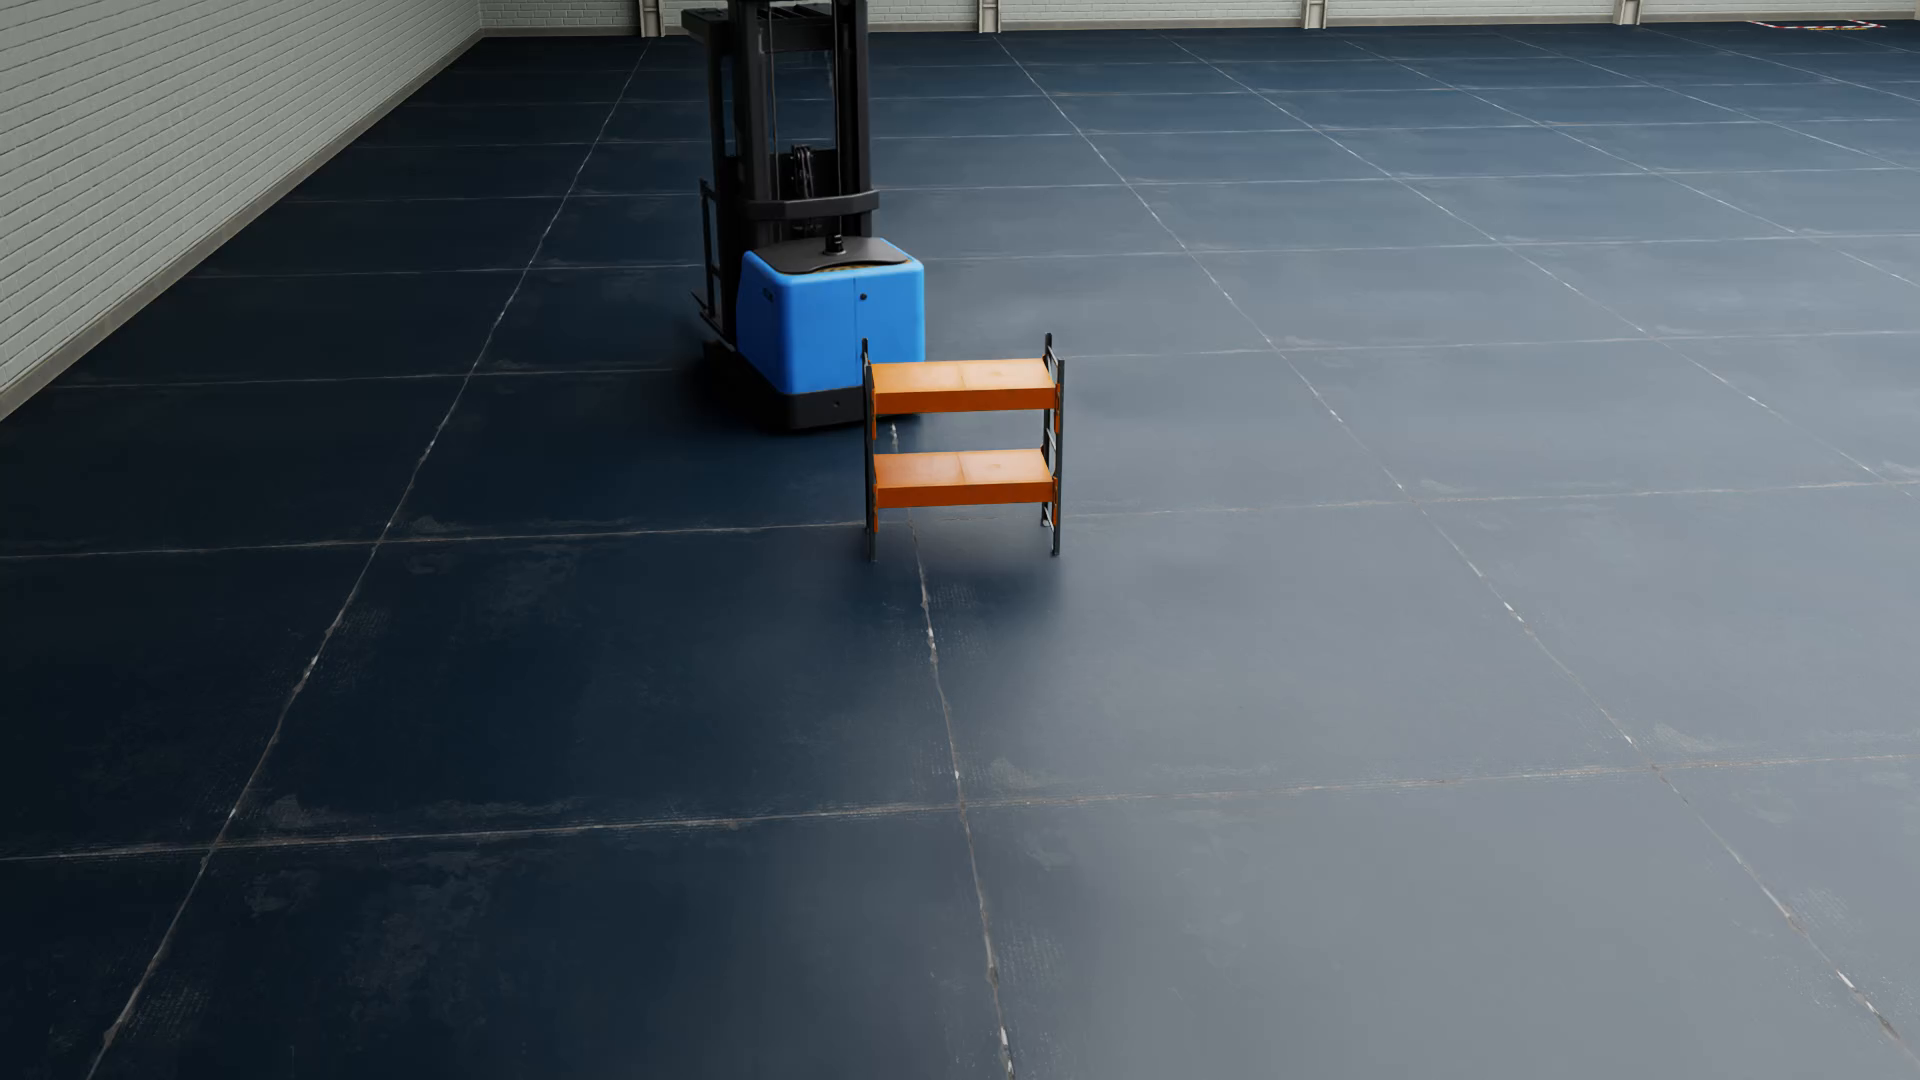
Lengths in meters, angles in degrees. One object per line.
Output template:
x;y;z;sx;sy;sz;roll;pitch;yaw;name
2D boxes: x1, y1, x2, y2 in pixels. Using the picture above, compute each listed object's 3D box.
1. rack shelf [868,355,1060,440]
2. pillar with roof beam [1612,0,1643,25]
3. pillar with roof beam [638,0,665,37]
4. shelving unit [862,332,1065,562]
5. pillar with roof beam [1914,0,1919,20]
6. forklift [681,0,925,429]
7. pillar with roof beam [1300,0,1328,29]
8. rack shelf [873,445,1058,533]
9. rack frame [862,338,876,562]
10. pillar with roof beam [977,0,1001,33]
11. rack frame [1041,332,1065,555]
0.007;-0.782;9.040;1.000;0.278;0.538;-2;24;-5;rack shelf
12.888;-12.044;25.404;0.400;9.000;9.100;-2;24;-5;pillar with roof beam
-5.025;-11.325;23.788;0.400;9.000;9.100;-2;24;-5;pillar with roof beam
0.007;-0.514;9.159;1.048;1.125;0.538;-2;24;-5;shelving unit
18.859;-12.284;25.943;0.400;9.000;9.100;-2;24;-5;pillar with roof beam
-1.256;-2.629;11.692;1.130;2.935;3.031;-10;26;-21;forklift
6.917;-11.804;24.865;0.400;9.000;9.100;-2;24;-5;pillar with roof beam
0.007;-0.291;9.258;1.000;0.278;0.538;-2;24;-5;rack shelf
-0.499;-0.494;9.113;0.032;1.125;0.500;-2;24;-5;rack frame
0.946;-11.565;24.326;0.400;9.000;9.100;-2;24;-5;pillar with roof beam
0.513;-0.535;9.204;0.032;1.125;0.500;-2;24;-5;rack frame
